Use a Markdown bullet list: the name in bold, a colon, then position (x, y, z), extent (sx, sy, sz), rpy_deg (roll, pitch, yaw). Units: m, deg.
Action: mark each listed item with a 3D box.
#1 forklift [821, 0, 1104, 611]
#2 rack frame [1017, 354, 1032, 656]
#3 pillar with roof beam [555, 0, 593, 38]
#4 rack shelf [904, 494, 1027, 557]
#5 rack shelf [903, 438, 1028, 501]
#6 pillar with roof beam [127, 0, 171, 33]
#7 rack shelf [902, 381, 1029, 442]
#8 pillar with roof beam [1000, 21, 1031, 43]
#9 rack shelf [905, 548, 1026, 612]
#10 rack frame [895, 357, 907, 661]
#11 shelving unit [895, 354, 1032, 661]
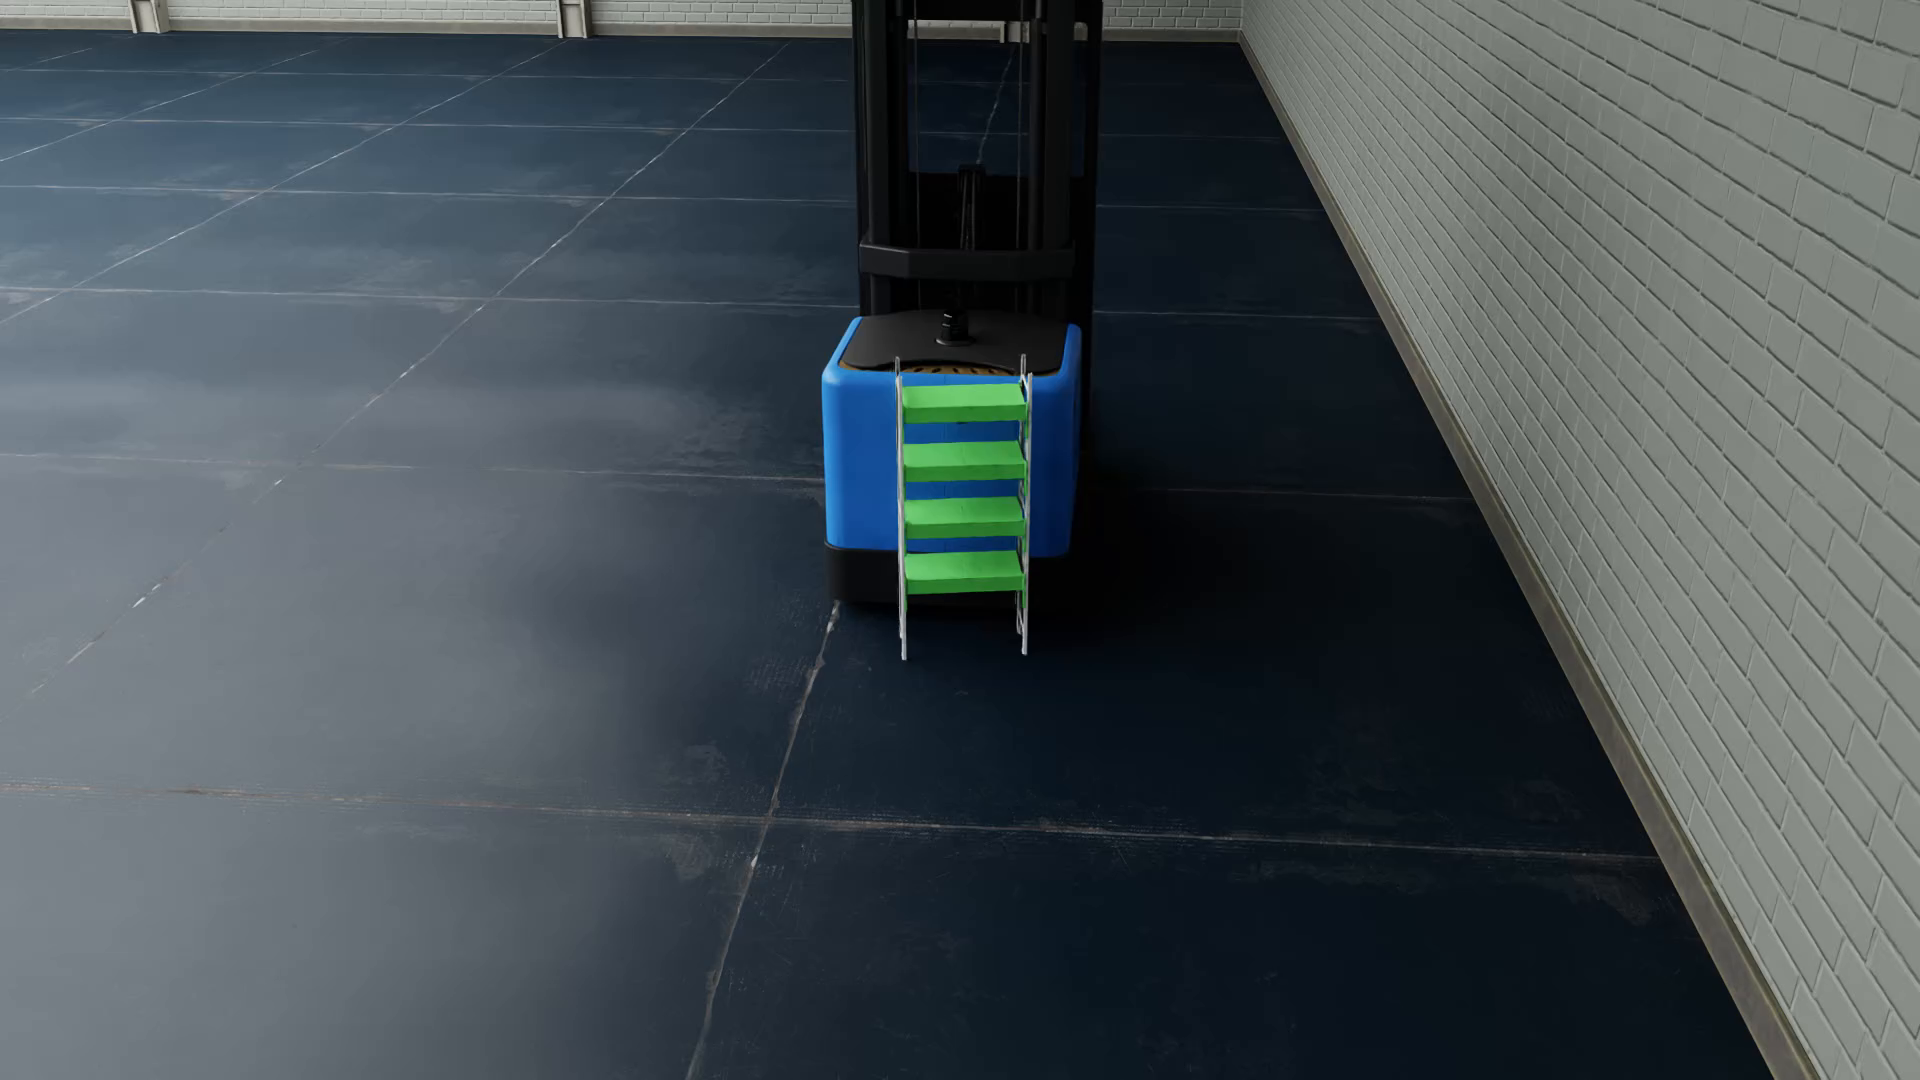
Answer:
- **forklift**: position (0.102, -1.618, 7.760), extent (1.130, 2.935, 3.031), rpy_deg (3, 25, 6)
- **rack frame**: position (0.254, -0.126, 6.589), extent (0.015, 1.200, 0.240), rpy_deg (-2, 25, -4)
- **pillar with roof beam**: position (-5.568, -9.168, 16.909), extent (0.400, 9.000, 9.100), rpy_deg (2, 25, 4)
- **rack shelf**: position (0.011, -0.060, 6.598), extent (0.480, 0.148, 0.258), rpy_deg (-2, 25, -4)
- **rack shelf**: position (0.011, -0.278, 6.497), extent (0.480, 0.148, 0.258), rpy_deg (-2, 25, -4)
- **pillar with roof beam**: position (-11.550, -9.360, 17.326), extent (0.400, 9.000, 9.100), rpy_deg (2, 25, 4)
- **rack shelf**: position (0.011, -0.496, 6.397), extent (0.480, 0.148, 0.258), rpy_deg (-2, 25, -4)
- **pillar with roof beam**: position (0.415, -8.976, 16.492), extent (0.400, 9.000, 9.100), rpy_deg (2, 25, 4)
- **rack shelf**: position (0.011, 0.158, 6.698), extent (0.480, 0.148, 0.258), rpy_deg (-2, 25, -4)
- **rack frame**: position (-0.232, -0.110, 6.553), extent (0.015, 1.200, 0.240), rpy_deg (-2, 25, -4)
- **shelving unit**: position (0.011, -0.118, 6.571), extent (0.503, 1.200, 0.258), rpy_deg (-2, 25, -4)
